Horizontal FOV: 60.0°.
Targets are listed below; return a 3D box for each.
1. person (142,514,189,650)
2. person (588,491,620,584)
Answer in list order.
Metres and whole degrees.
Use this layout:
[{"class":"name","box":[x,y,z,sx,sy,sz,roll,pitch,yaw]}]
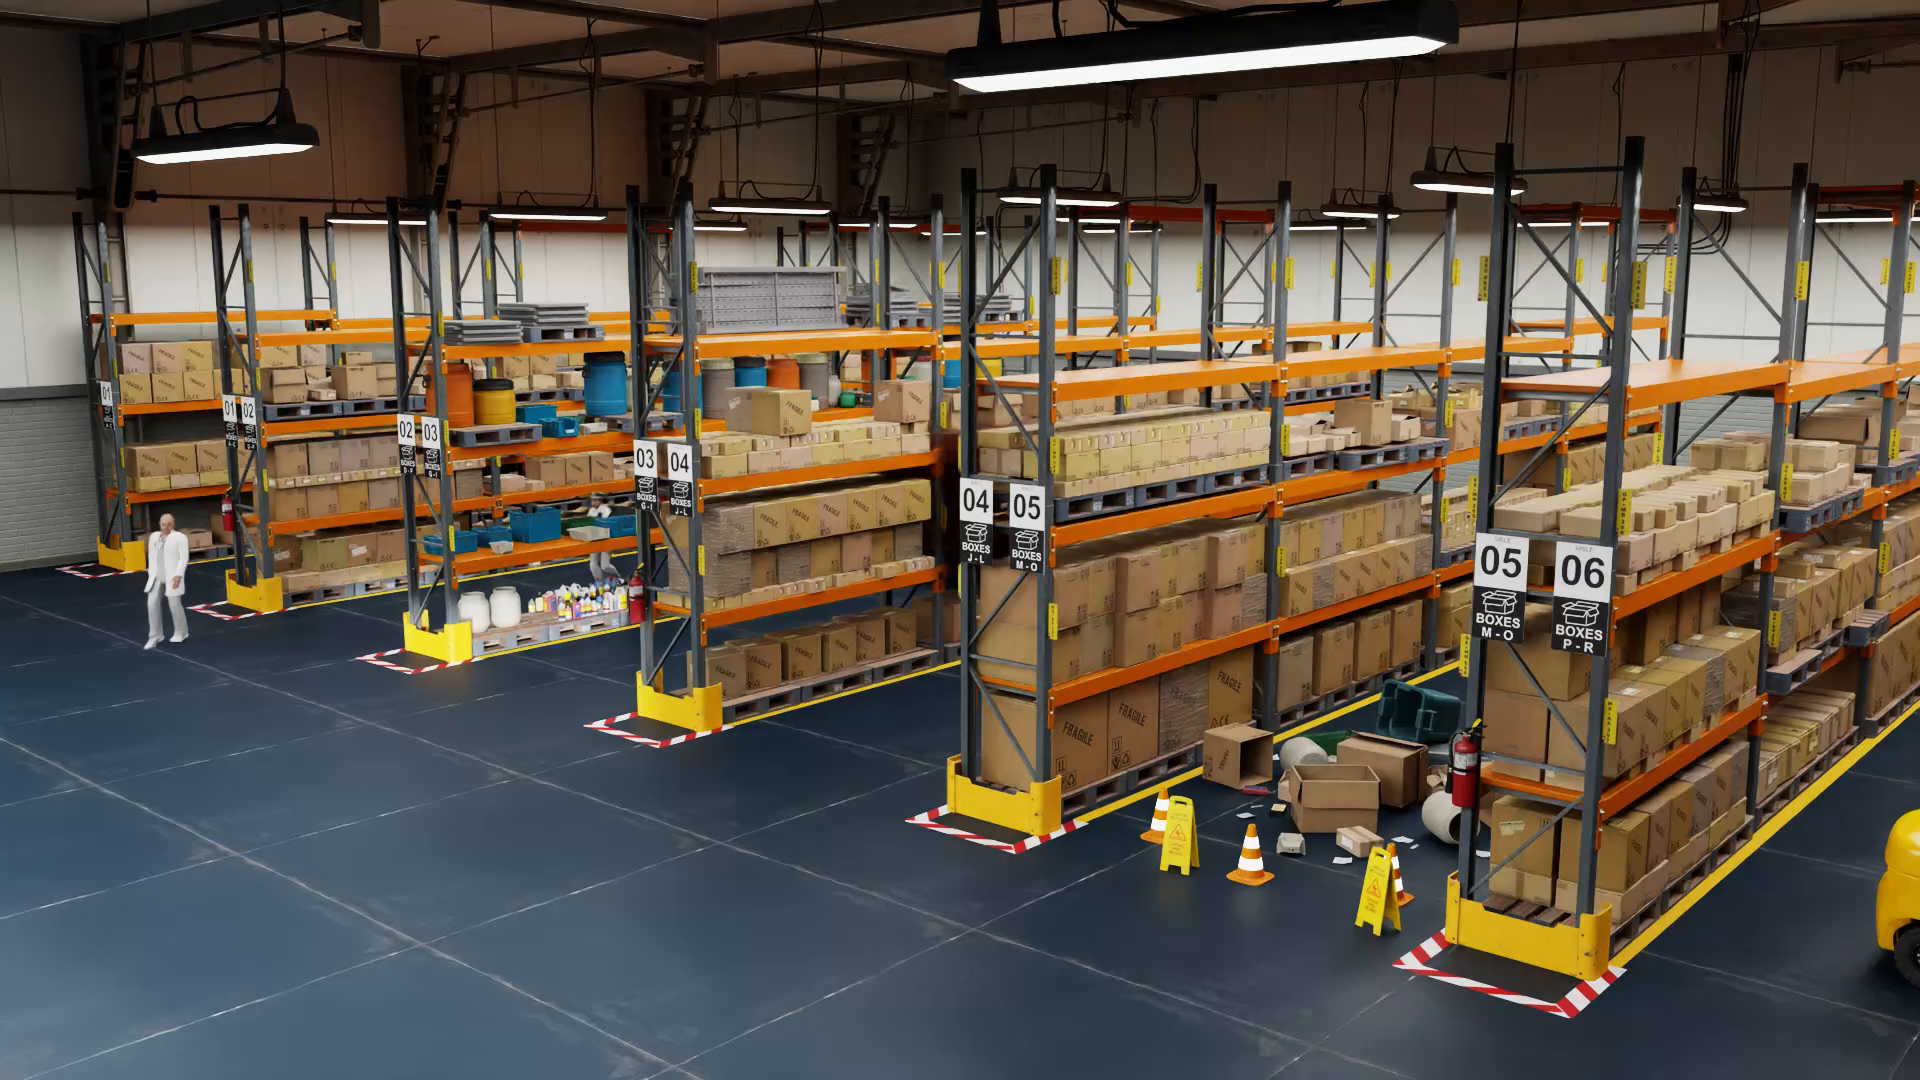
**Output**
[{"class":"person","box":[-10.832,0.561,22.645,0.612,1.818,0.699,0,9,2]},{"class":"person","box":[-5.605,0.032,26.162,0.583,1.656,0.528,5,11,30]}]
